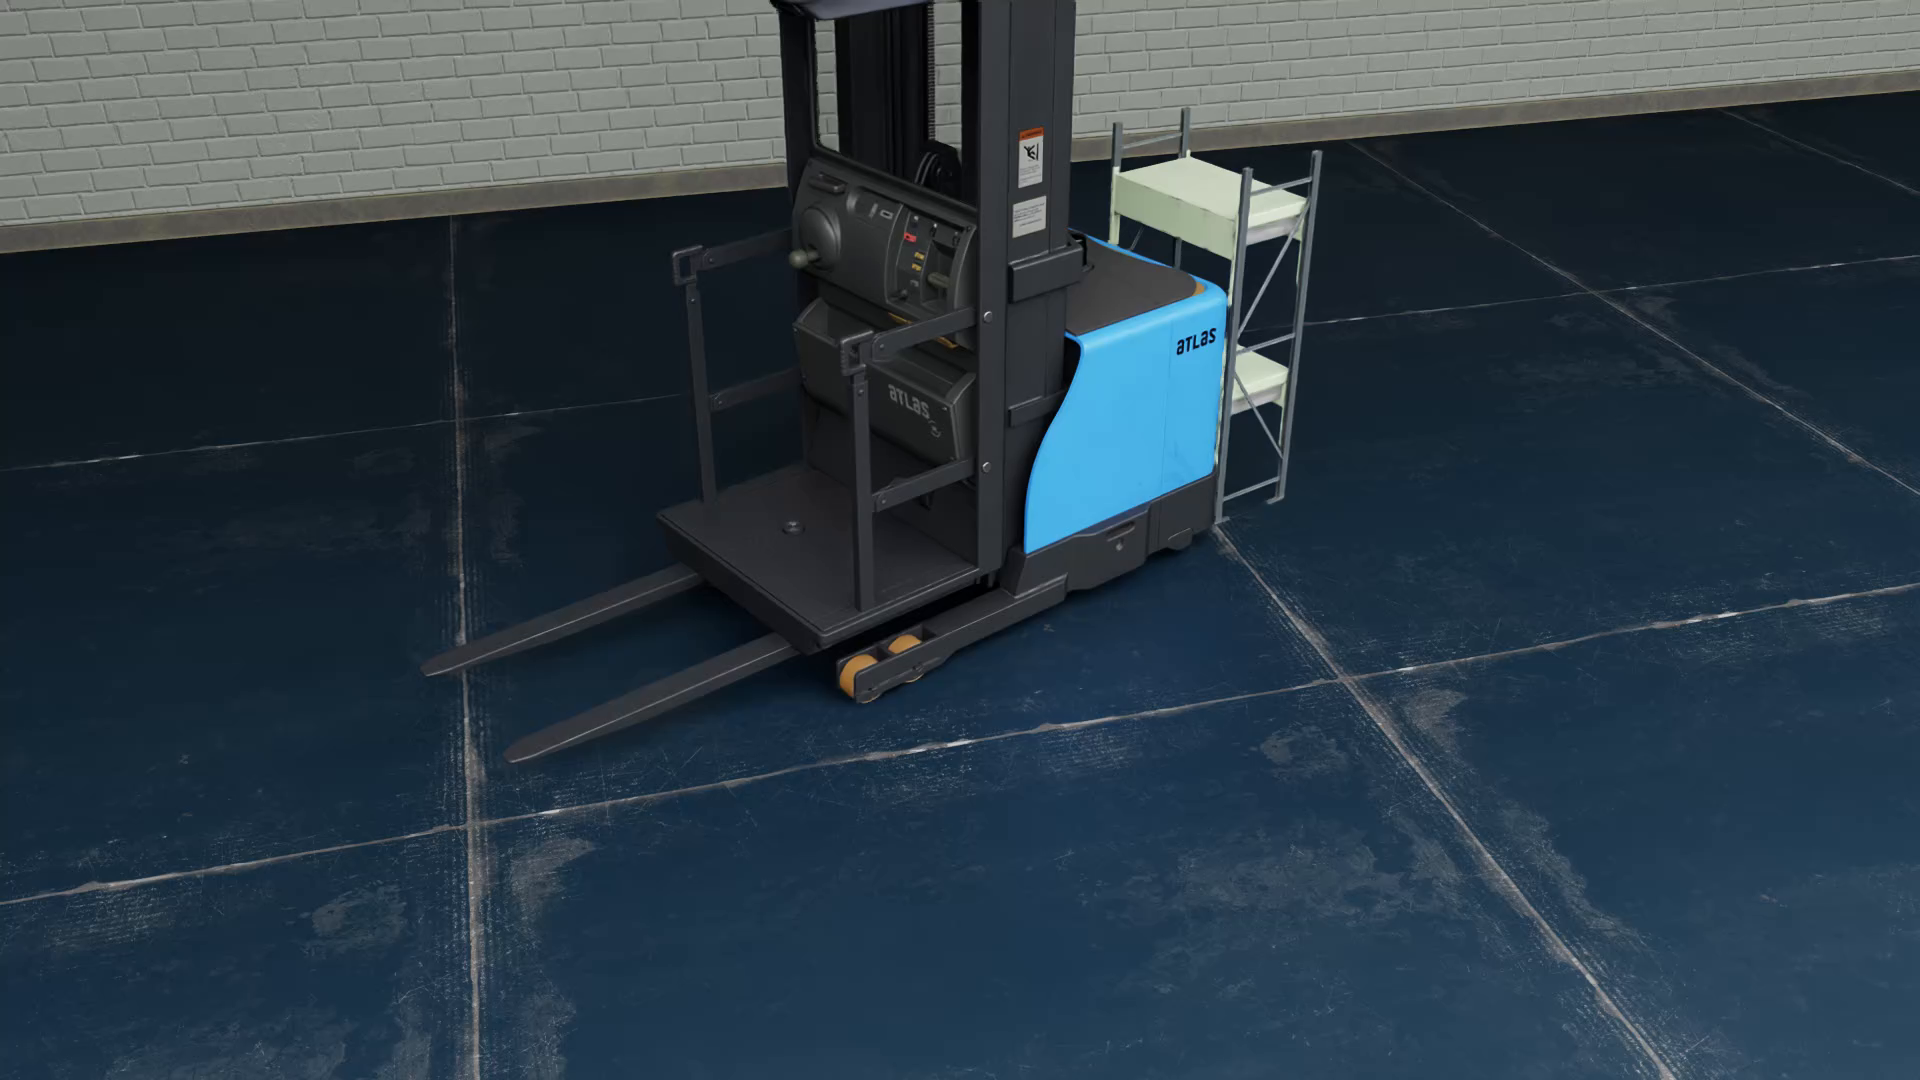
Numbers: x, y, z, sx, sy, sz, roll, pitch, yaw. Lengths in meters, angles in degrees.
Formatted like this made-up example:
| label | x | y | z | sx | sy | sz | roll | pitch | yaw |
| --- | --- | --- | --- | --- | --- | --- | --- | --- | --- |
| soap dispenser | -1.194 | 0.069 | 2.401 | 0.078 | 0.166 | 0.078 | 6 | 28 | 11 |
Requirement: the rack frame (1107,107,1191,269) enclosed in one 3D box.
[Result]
| label | x | y | z | sx | sy | sz | roll | pitch | yaw |
| --- | --- | --- | --- | --- | --- | --- | --- | --- | --- |
| rack frame | 0.778 | -1.069 | 7.100 | 0.400 | 1.500 | 0.023 | -20 | 36 | -30 |

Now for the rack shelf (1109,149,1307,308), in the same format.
| label | x | y | z | sx | sy | sz | roll | pitch | yaw |
| --- | --- | --- | --- | --- | --- | --- | --- | --- | --- |
| rack shelf | 0.992 | -1.258 | 6.647 | 0.431 | 0.370 | 0.720 | -20 | 36 | -30 |

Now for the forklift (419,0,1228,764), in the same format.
| label | x | y | z | sx | sy | sz | roll | pitch | yaw |
| --- | --- | --- | --- | --- | --- | --- | --- | --- | --- |
| forklift | -0.434 | -1.001 | 5.553 | 3.031 | 2.935 | 1.130 | -23 | 37 | -33 |

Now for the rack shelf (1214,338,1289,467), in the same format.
| label | x | y | z | sx | sy | sz | roll | pitch | yaw |
| --- | --- | --- | --- | --- | --- | --- | --- | --- | --- |
| rack shelf | 0.992 | -0.638 | 7.006 | 0.431 | 0.370 | 0.720 | -20 | 36 | -30 |

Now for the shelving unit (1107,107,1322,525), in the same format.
| label | x | y | z | sx | sy | sz | roll | pitch | yaw |
| --- | --- | --- | --- | --- | --- | --- | --- | --- | --- |
| shelving unit | 0.992 | -0.920 | 6.843 | 0.431 | 1.500 | 0.755 | -20 | 36 | -30 |

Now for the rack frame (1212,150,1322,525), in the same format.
| label | x | y | z | sx | sy | sz | roll | pitch | yaw |
| --- | --- | --- | --- | --- | --- | --- | --- | --- | --- |
| rack frame | 1.206 | -0.772 | 6.586 | 0.400 | 1.500 | 0.023 | -20 | 36 | -30 |
